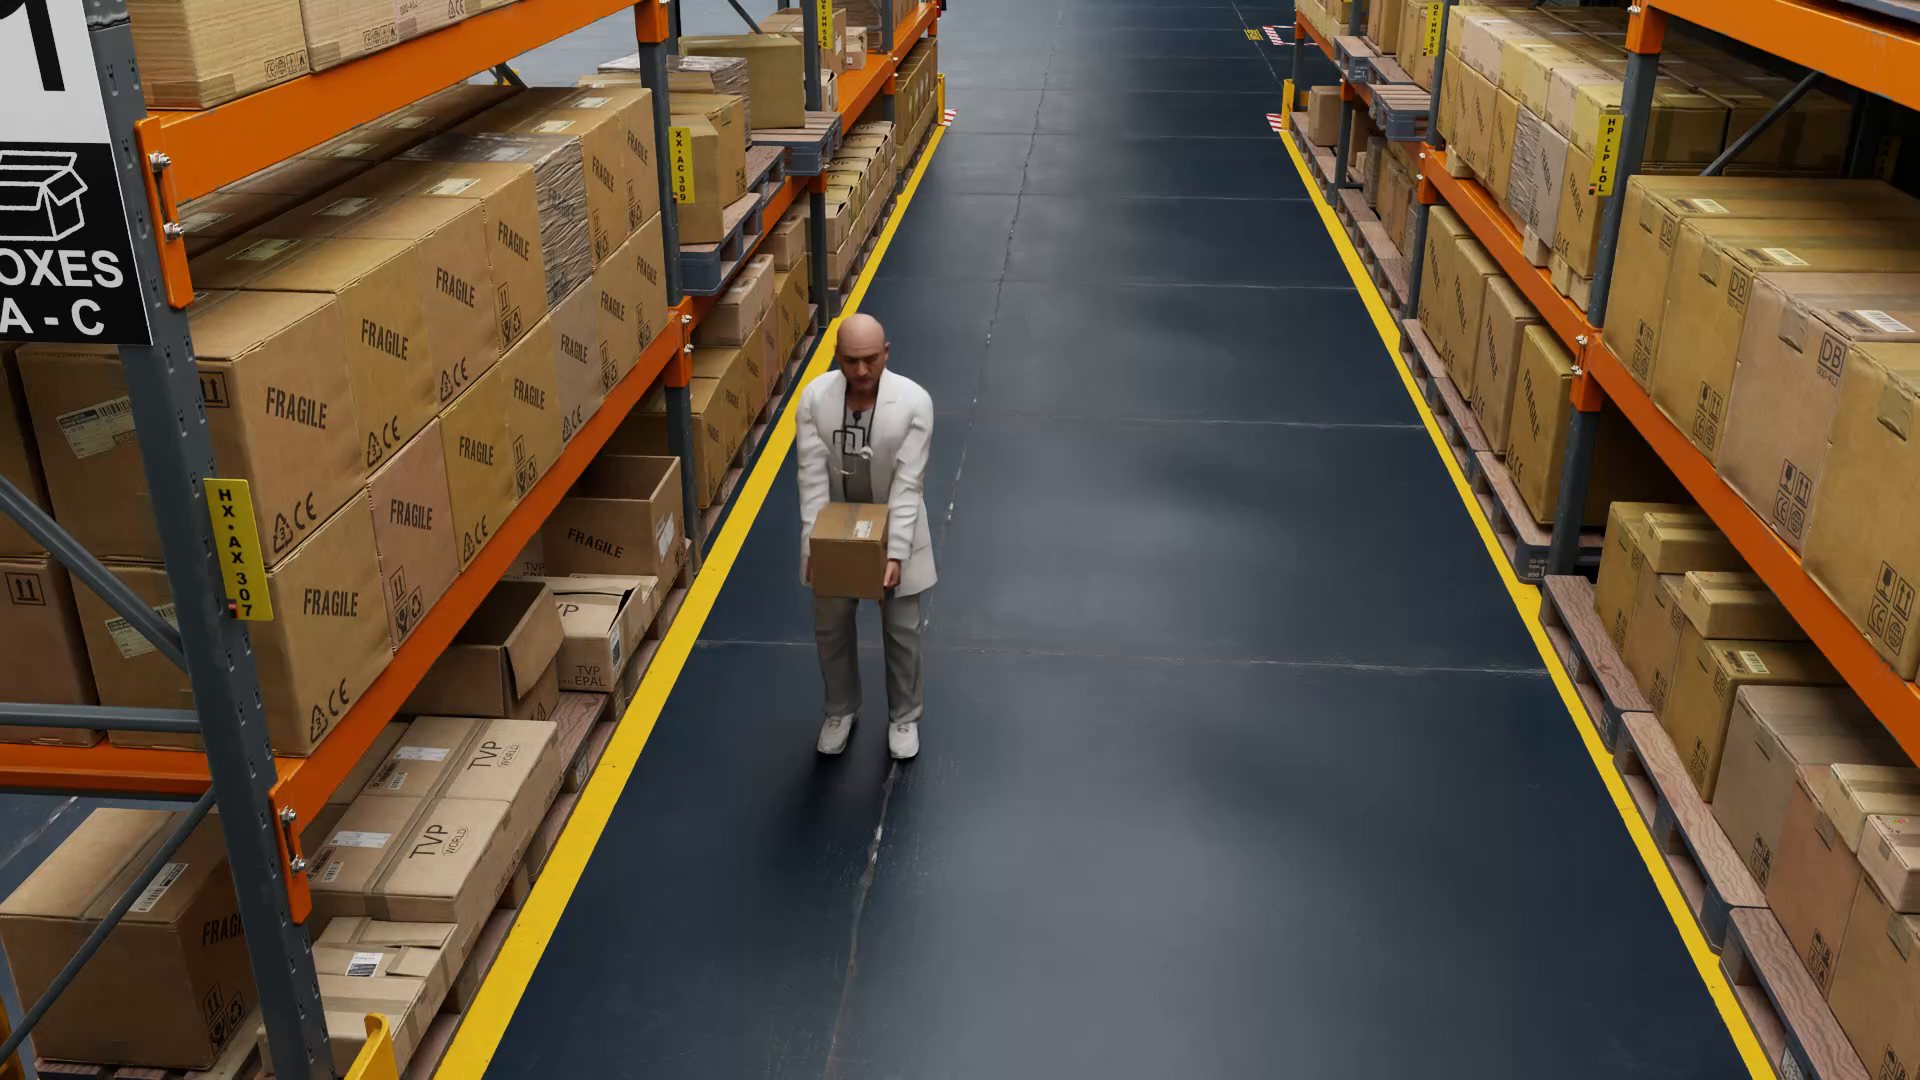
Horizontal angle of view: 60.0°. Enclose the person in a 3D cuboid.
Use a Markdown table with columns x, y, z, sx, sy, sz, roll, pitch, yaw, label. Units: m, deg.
| x | y | z | sx | sy | sz | roll | pitch | yaw | label |
| --- | --- | --- | --- | --- | --- | --- | --- | --- | --- |
| -0.360 | 0.011 | 6.129 | 0.531 | 1.760 | 0.592 | 3 | 24 | 6 | person |
